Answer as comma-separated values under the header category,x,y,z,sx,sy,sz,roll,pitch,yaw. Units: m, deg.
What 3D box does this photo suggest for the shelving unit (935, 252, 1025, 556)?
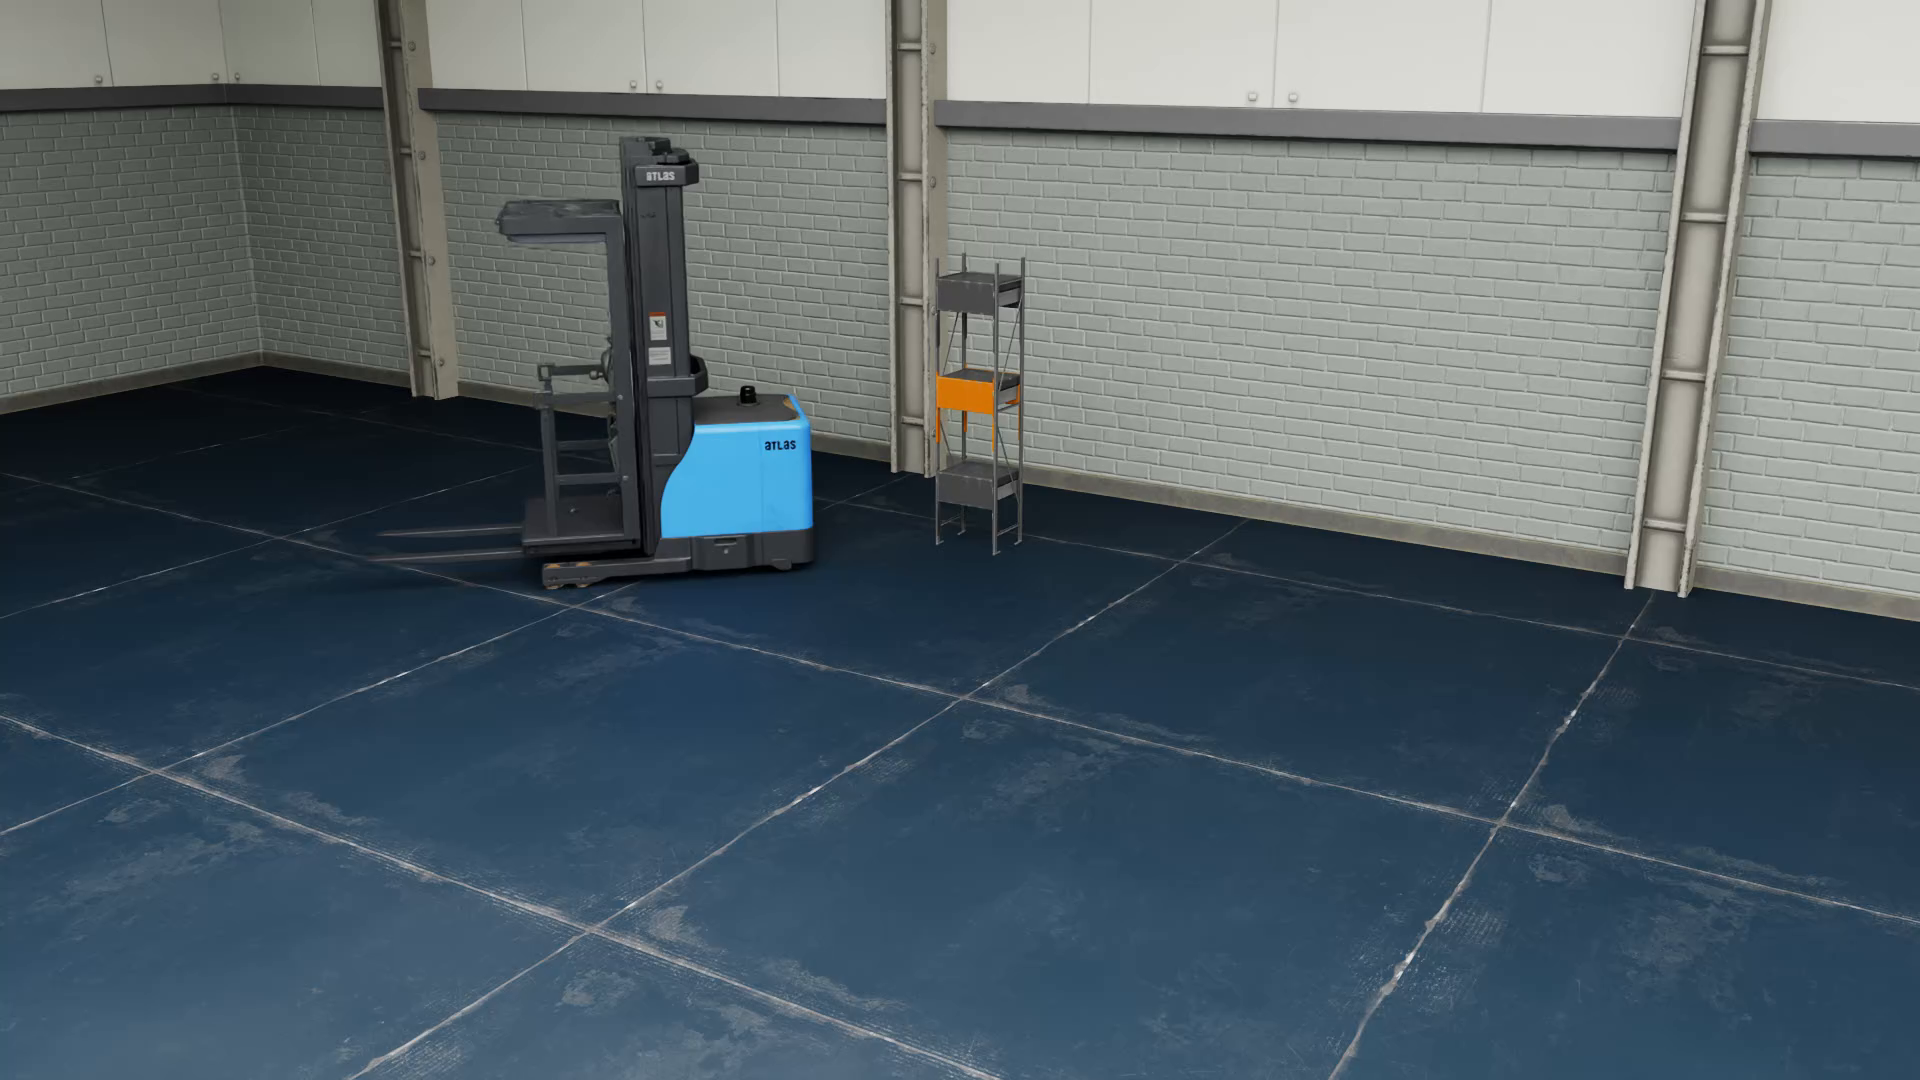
category,x,y,z,sx,sy,sz,roll,pitch,yaw
shelving unit,0.141,-0.979,11.993,0.503,2.100,0.431,10,20,30

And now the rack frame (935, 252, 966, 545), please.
category,x,y,z,sx,sy,sz,roll,pitch,yaw
rack frame,-0.067,-1.017,12.115,0.015,2.100,0.400,10,20,30

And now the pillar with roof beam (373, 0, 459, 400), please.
category,x,y,z,sx,sy,sz,roll,pitch,yaw
pillar with roof beam,-7.715,-4.747,12.527,0.400,9.000,9.100,10,20,30

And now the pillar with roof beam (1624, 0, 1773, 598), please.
category,x,y,z,sx,sy,sz,roll,pitch,yaw
pillar with roof beam,2.510,-2.922,6.518,0.400,9.000,9.100,10,20,30

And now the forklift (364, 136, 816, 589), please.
category,x,y,z,sx,sy,sz,roll,pitch,yaw
forklift,-2.585,-1.237,11.410,3.031,2.935,1.130,-4,17,-12

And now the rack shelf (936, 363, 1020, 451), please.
category,x,y,z,sx,sy,sz,roll,pitch,yaw
rack shelf,0.141,-0.966,11.997,0.480,0.518,0.431,10,20,30

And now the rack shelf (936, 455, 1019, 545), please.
category,x,y,z,sx,sy,sz,roll,pitch,yaw
rack shelf,0.141,-0.297,12.201,0.480,0.518,0.431,10,20,30

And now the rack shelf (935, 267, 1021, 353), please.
category,x,y,z,sx,sy,sz,roll,pitch,yaw
rack shelf,0.141,-1.636,11.794,0.480,0.518,0.431,10,20,30

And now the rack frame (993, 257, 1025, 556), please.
category,x,y,z,sx,sy,sz,roll,pitch,yaw
rack frame,0.349,-0.942,11.871,0.015,2.100,0.400,10,20,30

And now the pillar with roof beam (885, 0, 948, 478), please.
category,x,y,z,sx,sy,sz,roll,pitch,yaw
pillar with roof beam,-2.602,-3.835,9.522,0.400,9.000,9.100,10,20,30
